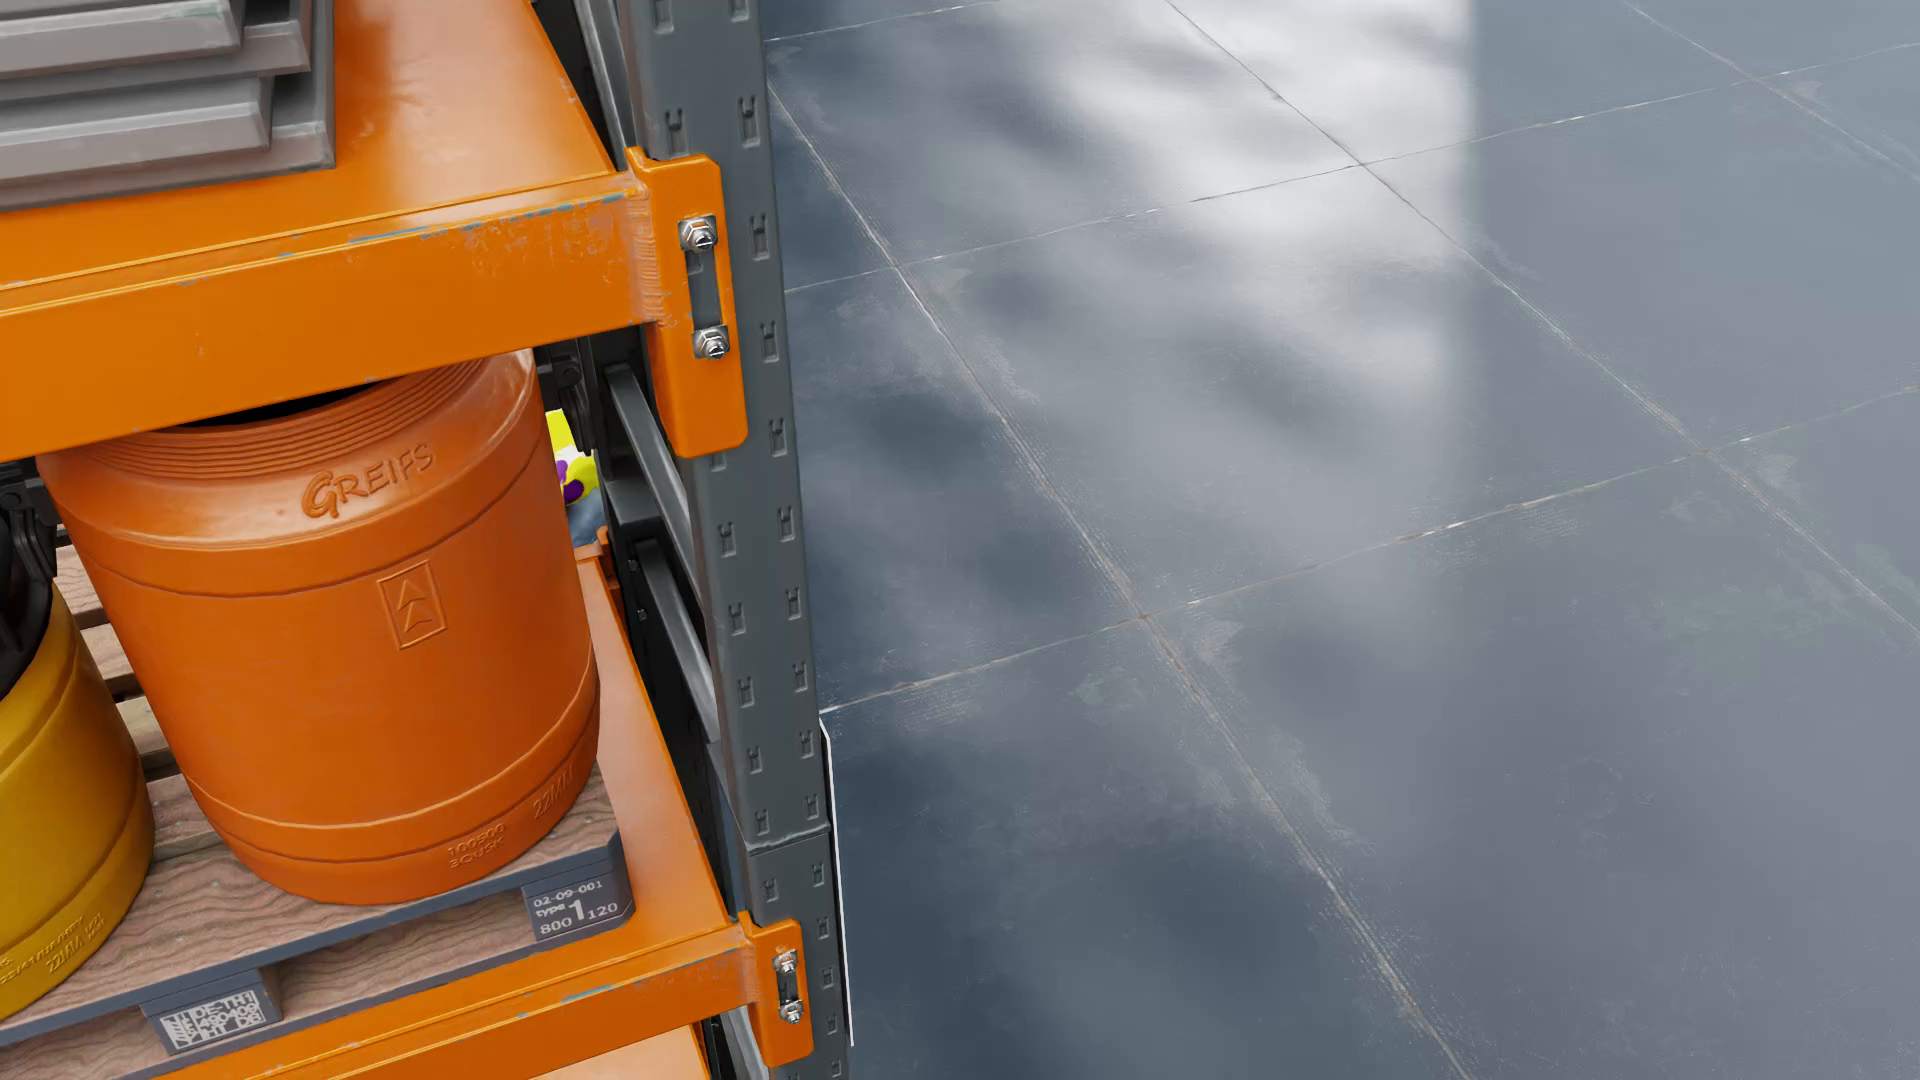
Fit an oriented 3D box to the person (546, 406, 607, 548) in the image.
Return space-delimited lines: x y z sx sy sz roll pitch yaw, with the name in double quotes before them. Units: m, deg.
"person" -1.639 -0.117 6.894 0.974 0.939 0.506 -17 44 -19
